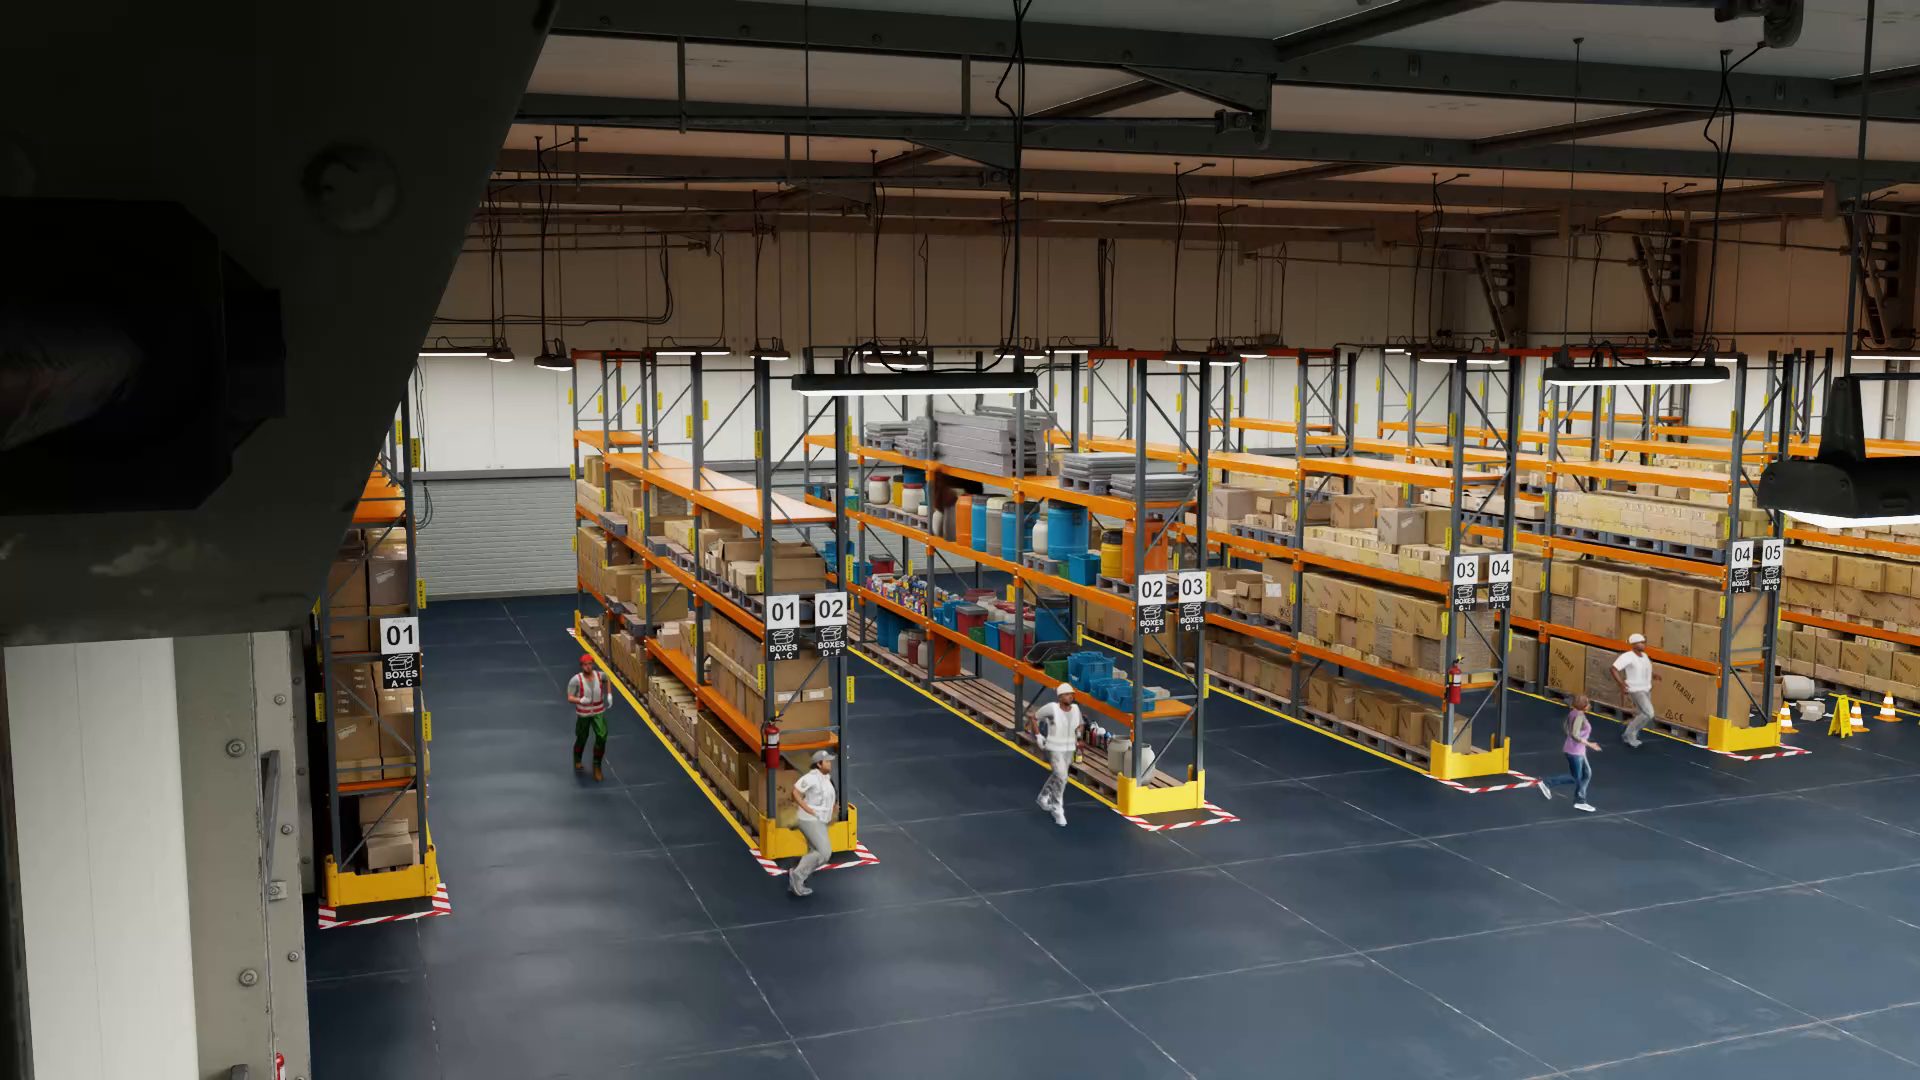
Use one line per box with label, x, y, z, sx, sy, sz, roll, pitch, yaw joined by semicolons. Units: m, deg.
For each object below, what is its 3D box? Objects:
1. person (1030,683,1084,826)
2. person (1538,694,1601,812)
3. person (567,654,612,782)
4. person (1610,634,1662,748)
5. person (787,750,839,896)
person;1.298;2.773;21.784;0.679;1.837;0.766;-5;9;-35
person;8.112;2.820;22.137;0.756;1.574;0.526;2;7;16
person;-5.267;2.506;23.707;0.674;1.817;0.904;-3;8;-24
person;10.392;2.309;25.441;0.678;1.746;0.638;-5;9;-37
person;-1.649;3.194;18.886;0.555;1.588;0.684;2;7;14
